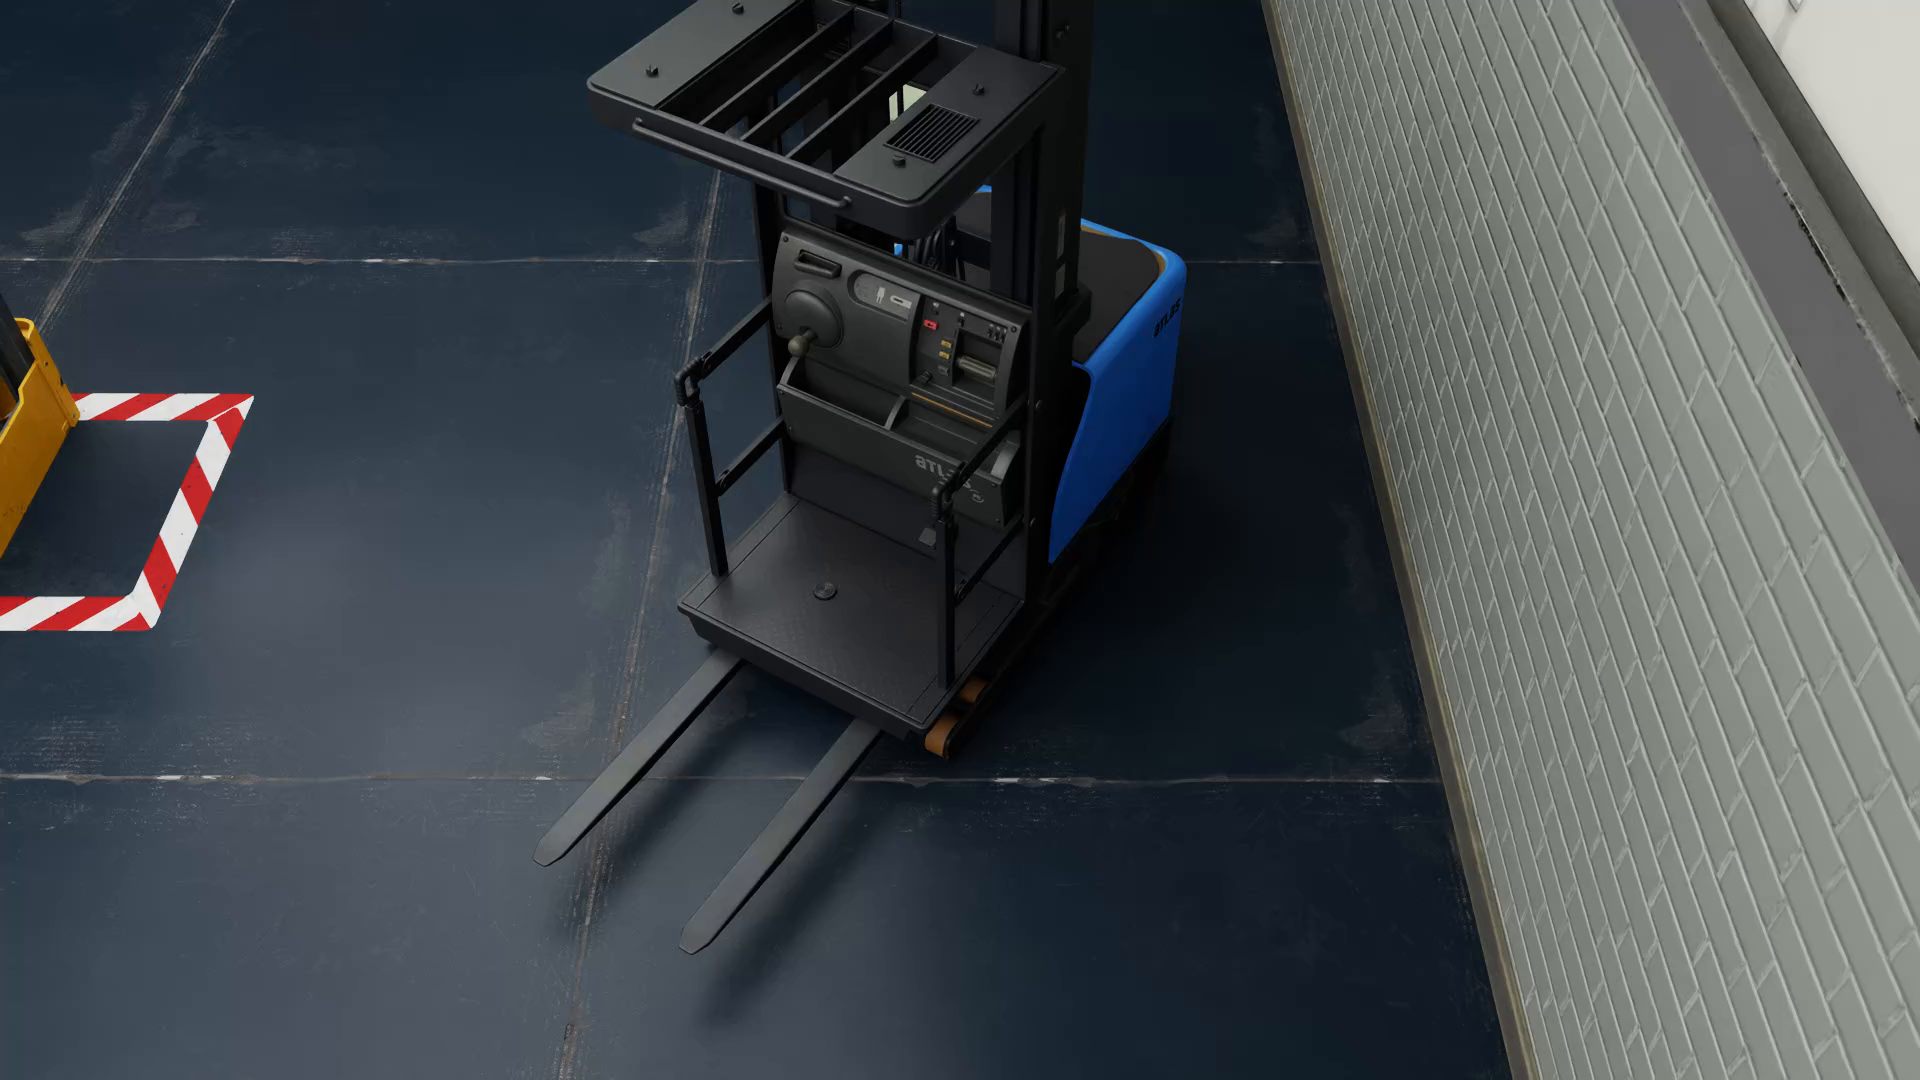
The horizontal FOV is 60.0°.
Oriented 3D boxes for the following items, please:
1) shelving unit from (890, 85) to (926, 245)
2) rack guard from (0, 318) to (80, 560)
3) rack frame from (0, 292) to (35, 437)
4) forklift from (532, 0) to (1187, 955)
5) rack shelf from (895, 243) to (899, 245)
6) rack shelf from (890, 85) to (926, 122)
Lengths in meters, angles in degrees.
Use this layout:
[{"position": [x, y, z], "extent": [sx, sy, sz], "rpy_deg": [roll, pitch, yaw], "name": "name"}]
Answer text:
[{"position": [0.049, -1.408, 7.034], "extent": [0.755, 1.500, 0.431], "rpy_deg": [1, 47, 1], "name": "shelving unit"}, {"position": [-4.010, -0.324, 6.710], "extent": [0.348, 0.500, 1.175], "rpy_deg": [0, 47, 0], "name": "rack guard"}, {"position": [-3.934, -1.175, 5.795], "extent": [0.127, 3.000, 1.000], "rpy_deg": [0, 47, 0], "name": "rack frame"}, {"position": [-0.328, -0.611, 5.317], "extent": [1.130, 2.935, 3.031], "rpy_deg": [24, 52, 21], "name": "forklift"}, {"position": [0.048, -1.184, 7.271], "extent": [0.720, 0.370, 0.431], "rpy_deg": [1, 47, 1], "name": "rack shelf"}, {"position": [0.049, -1.676, 6.750], "extent": [0.720, 0.370, 0.431], "rpy_deg": [1, 47, 1], "name": "rack shelf"}]
